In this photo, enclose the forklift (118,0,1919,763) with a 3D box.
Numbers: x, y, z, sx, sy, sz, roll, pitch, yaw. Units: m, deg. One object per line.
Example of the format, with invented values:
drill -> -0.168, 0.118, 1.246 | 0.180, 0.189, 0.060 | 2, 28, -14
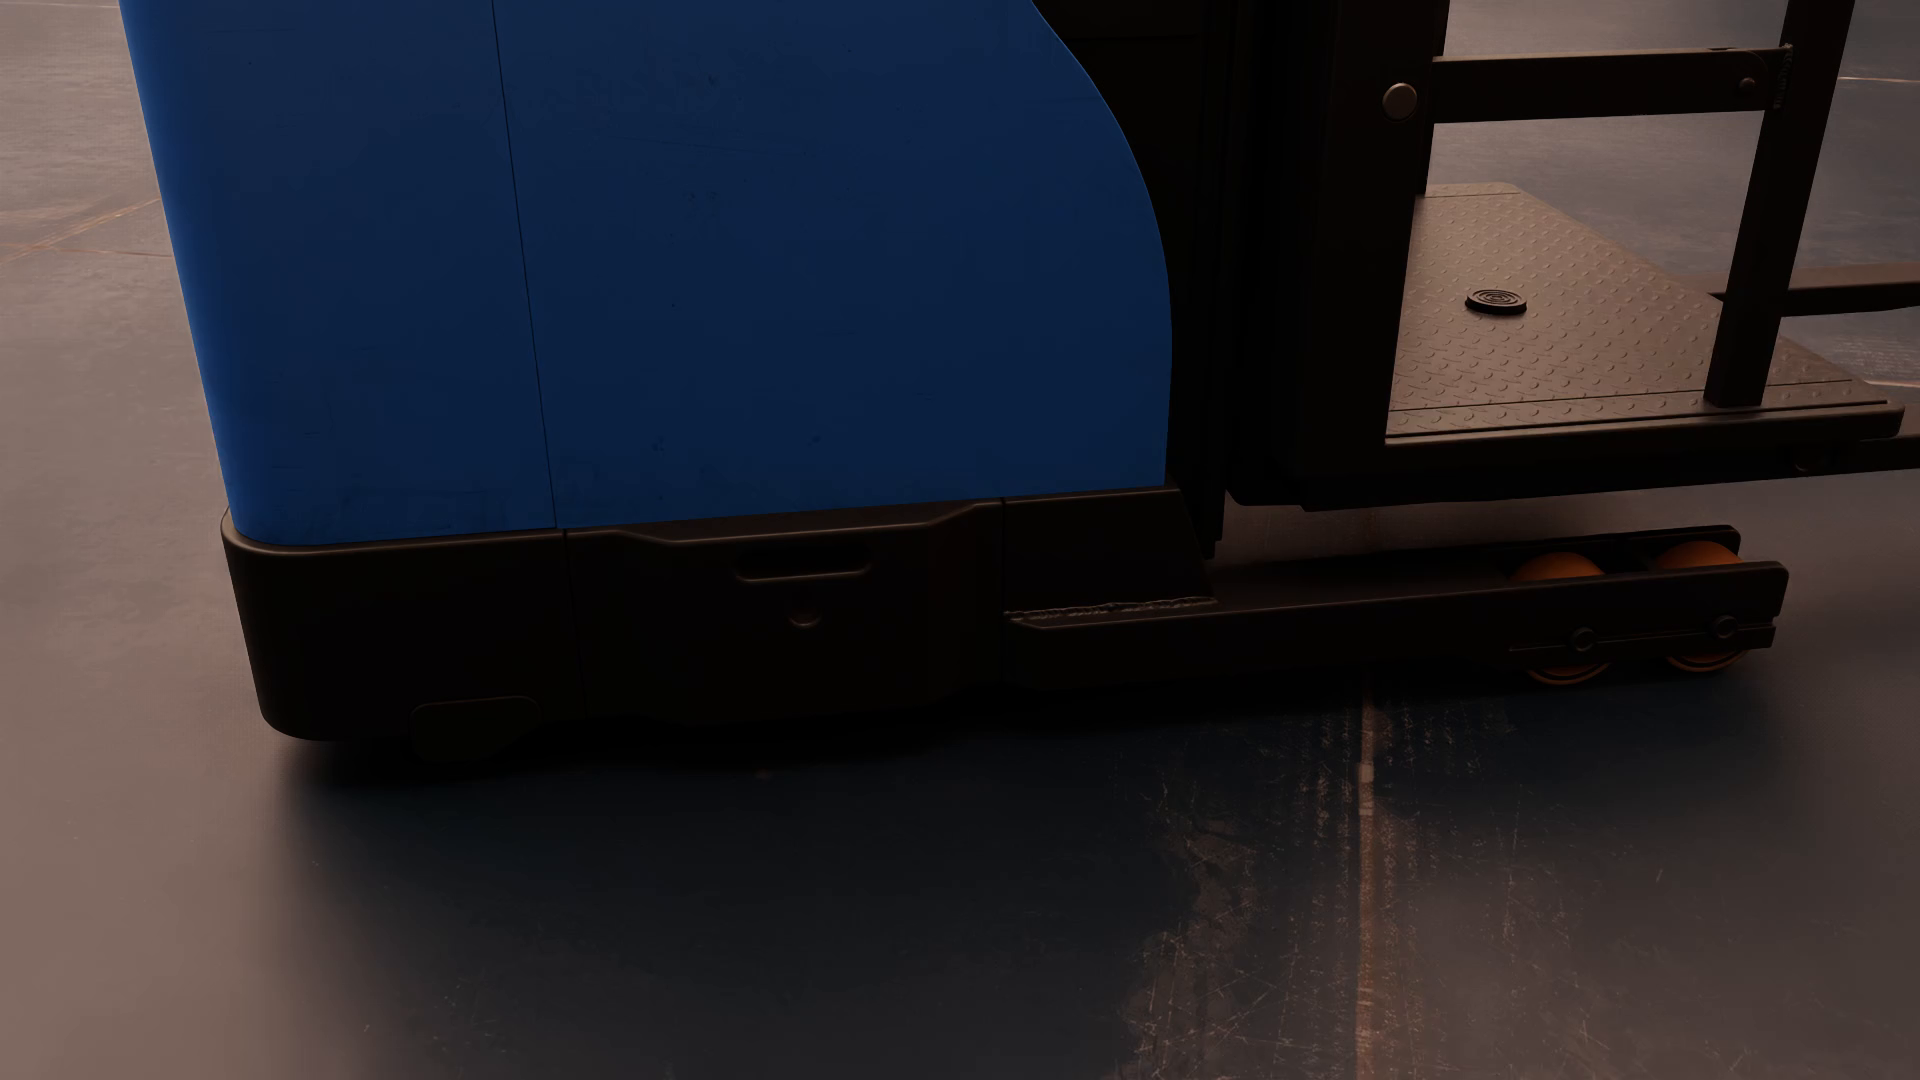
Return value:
forklift -> 0.600, -1.354, 1.930 | 3.031, 2.935, 1.130 | -4, 27, -9
